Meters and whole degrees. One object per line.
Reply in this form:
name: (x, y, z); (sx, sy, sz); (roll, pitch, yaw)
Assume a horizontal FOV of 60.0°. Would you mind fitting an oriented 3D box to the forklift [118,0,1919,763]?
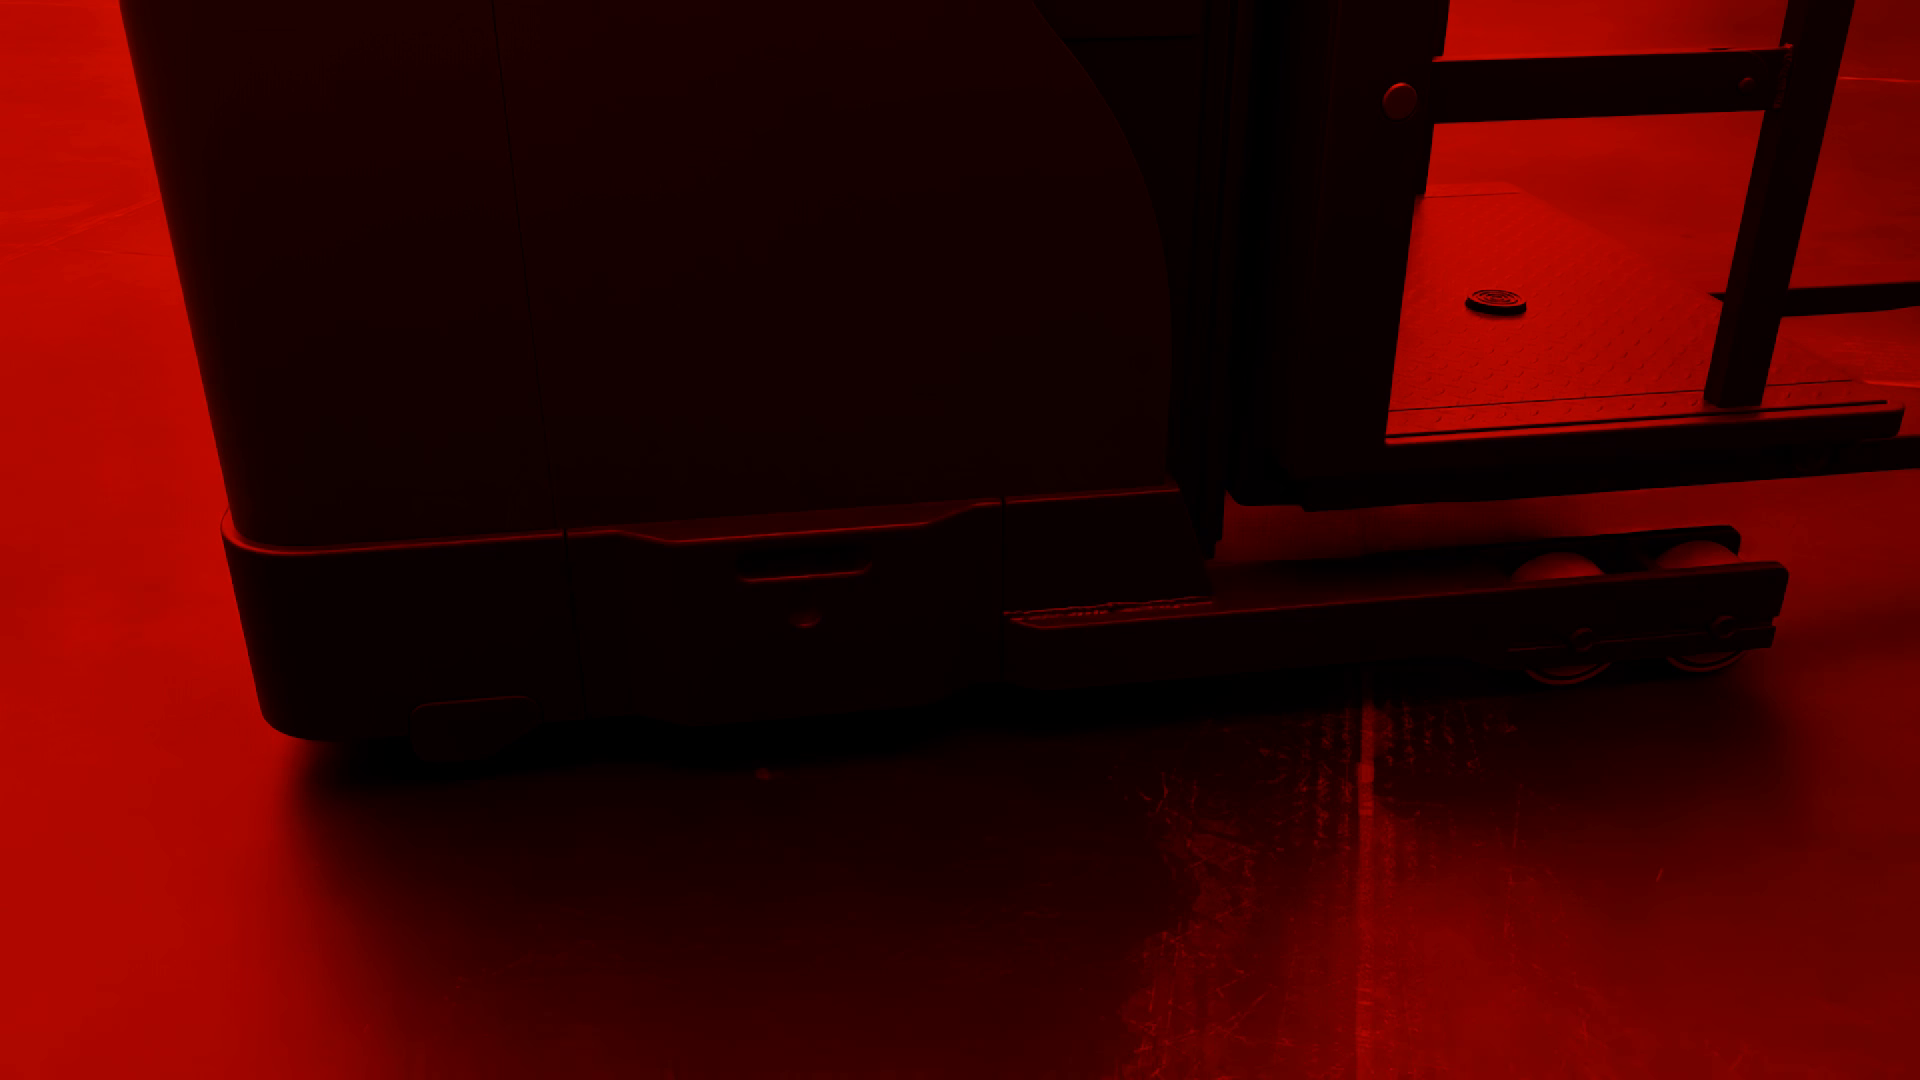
forklift: (0.600, -1.354, 1.930); (3.031, 2.935, 1.130); (-4, 27, -9)
